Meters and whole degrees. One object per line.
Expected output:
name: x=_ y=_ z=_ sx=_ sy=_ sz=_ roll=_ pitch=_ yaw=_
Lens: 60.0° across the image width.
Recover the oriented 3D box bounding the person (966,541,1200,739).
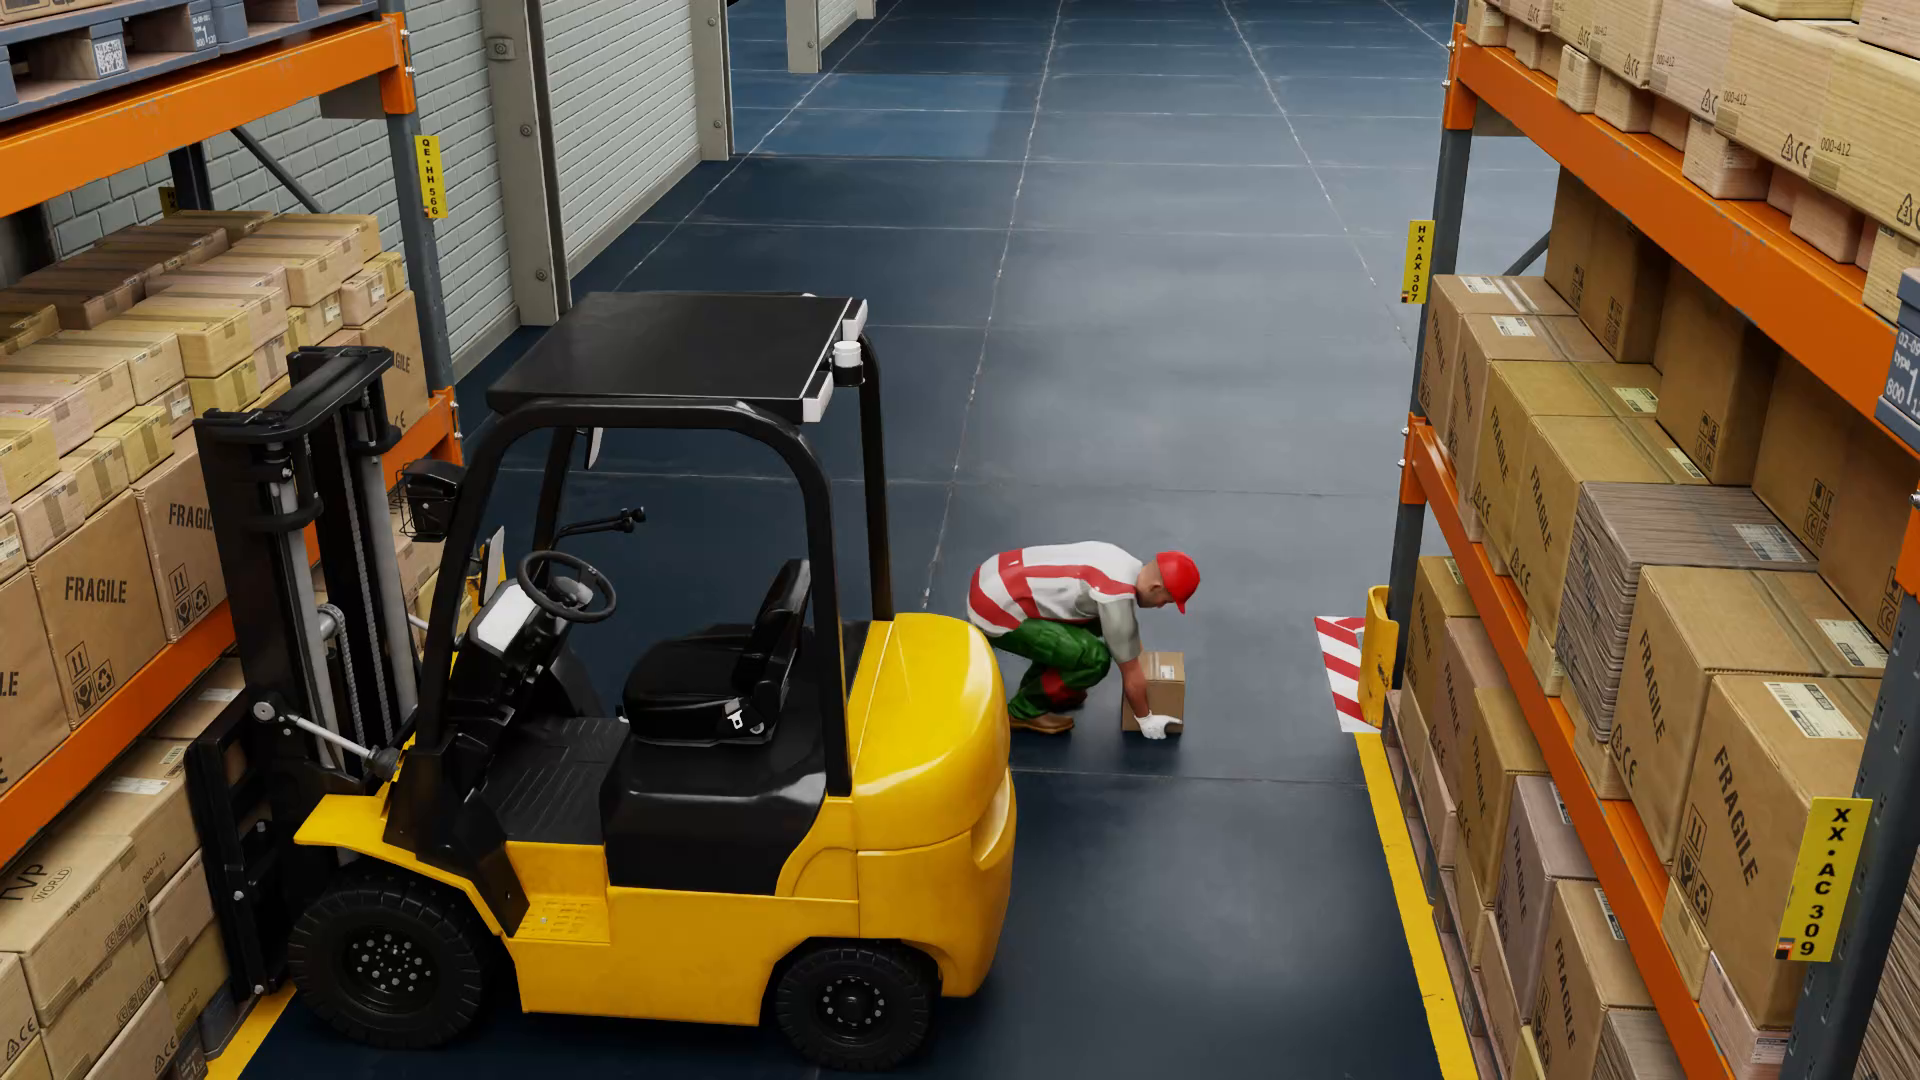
person: x=0.505 y=0.403 z=6.947 sx=0.959 sy=0.798 sz=0.520 roll=1 pitch=24 yaw=3
